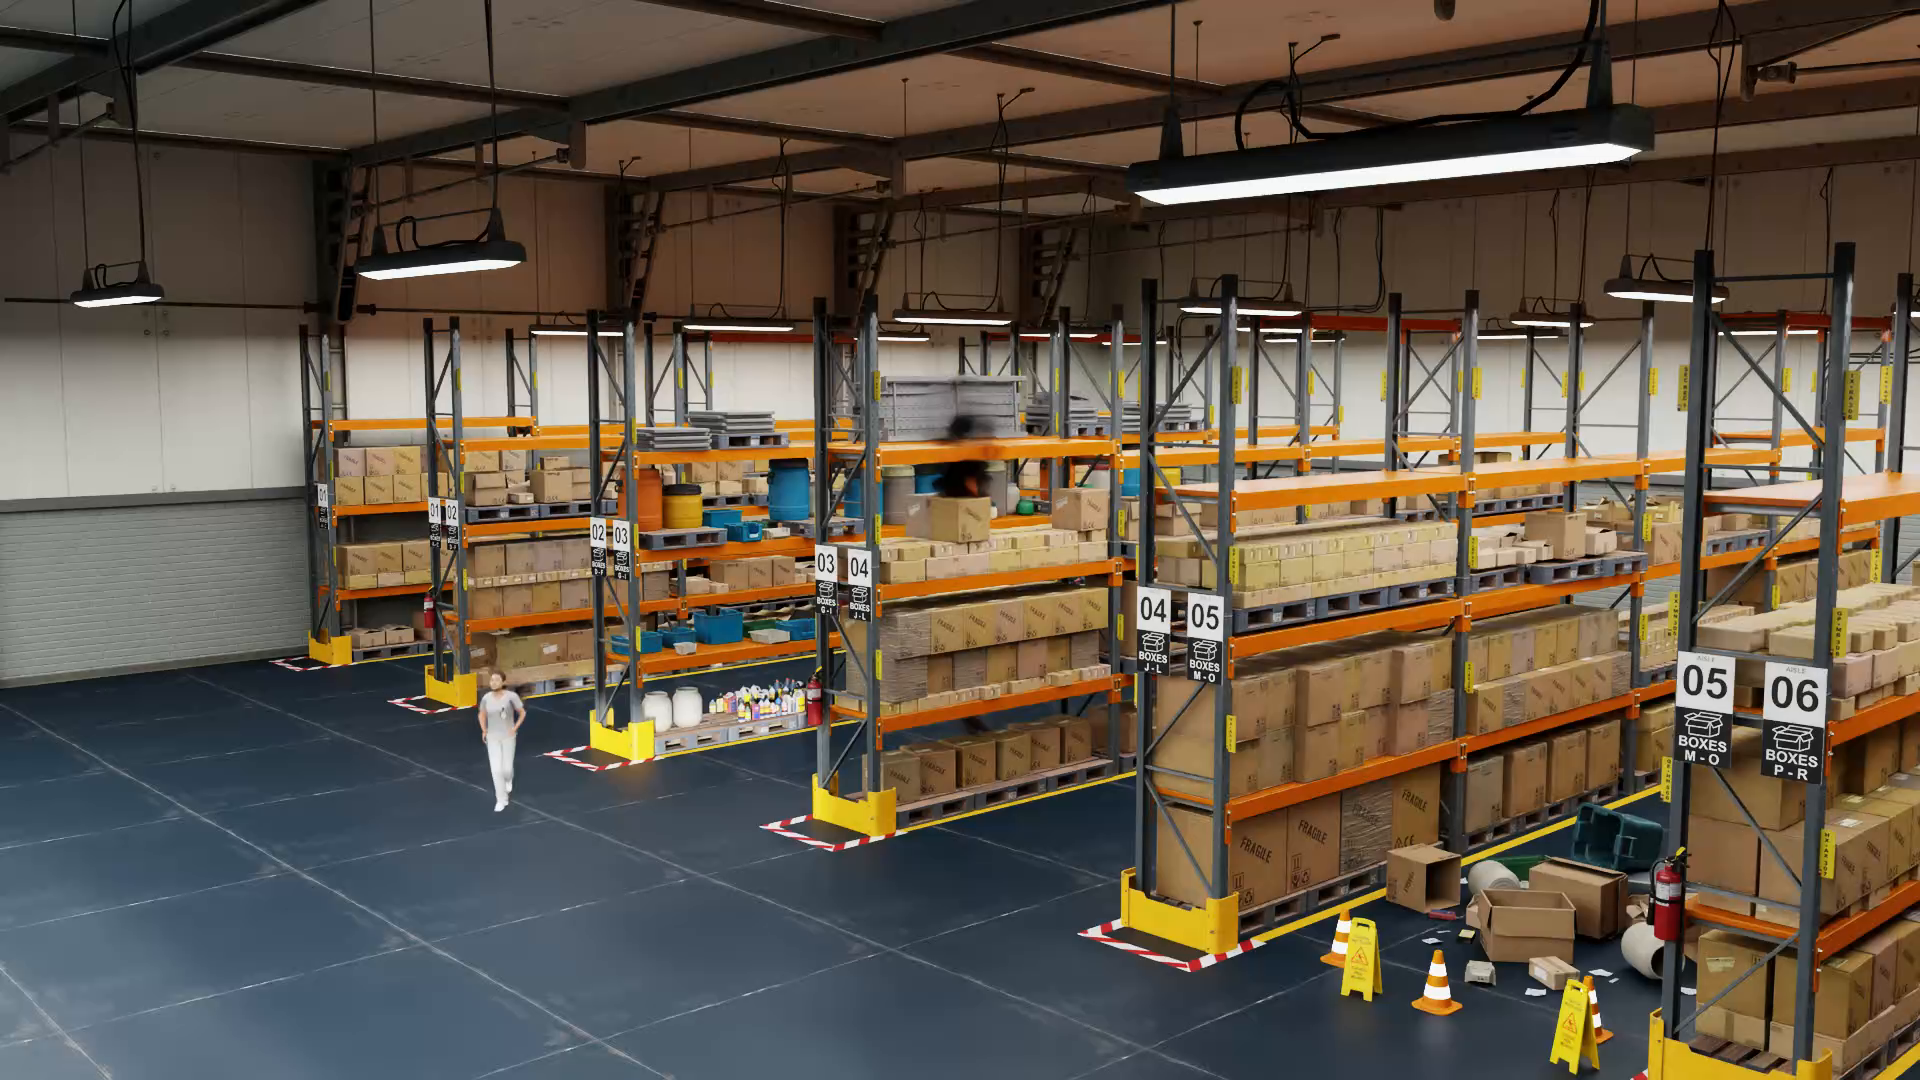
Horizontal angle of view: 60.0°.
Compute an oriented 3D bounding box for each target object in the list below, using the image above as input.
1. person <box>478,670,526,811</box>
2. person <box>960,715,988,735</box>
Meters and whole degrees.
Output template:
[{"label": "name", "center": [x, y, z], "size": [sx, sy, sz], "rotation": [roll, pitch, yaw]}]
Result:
[{"label": "person", "center": [-5.460, 2.361, 19.827], "size": [0.564, 1.646, 0.627], "rotation": [0, 6, -3]}, {"label": "person", "center": [0.095, 2.024, 22.763], "size": [0.564, 1.676, 0.635], "rotation": [-6, 8, -44]}]
